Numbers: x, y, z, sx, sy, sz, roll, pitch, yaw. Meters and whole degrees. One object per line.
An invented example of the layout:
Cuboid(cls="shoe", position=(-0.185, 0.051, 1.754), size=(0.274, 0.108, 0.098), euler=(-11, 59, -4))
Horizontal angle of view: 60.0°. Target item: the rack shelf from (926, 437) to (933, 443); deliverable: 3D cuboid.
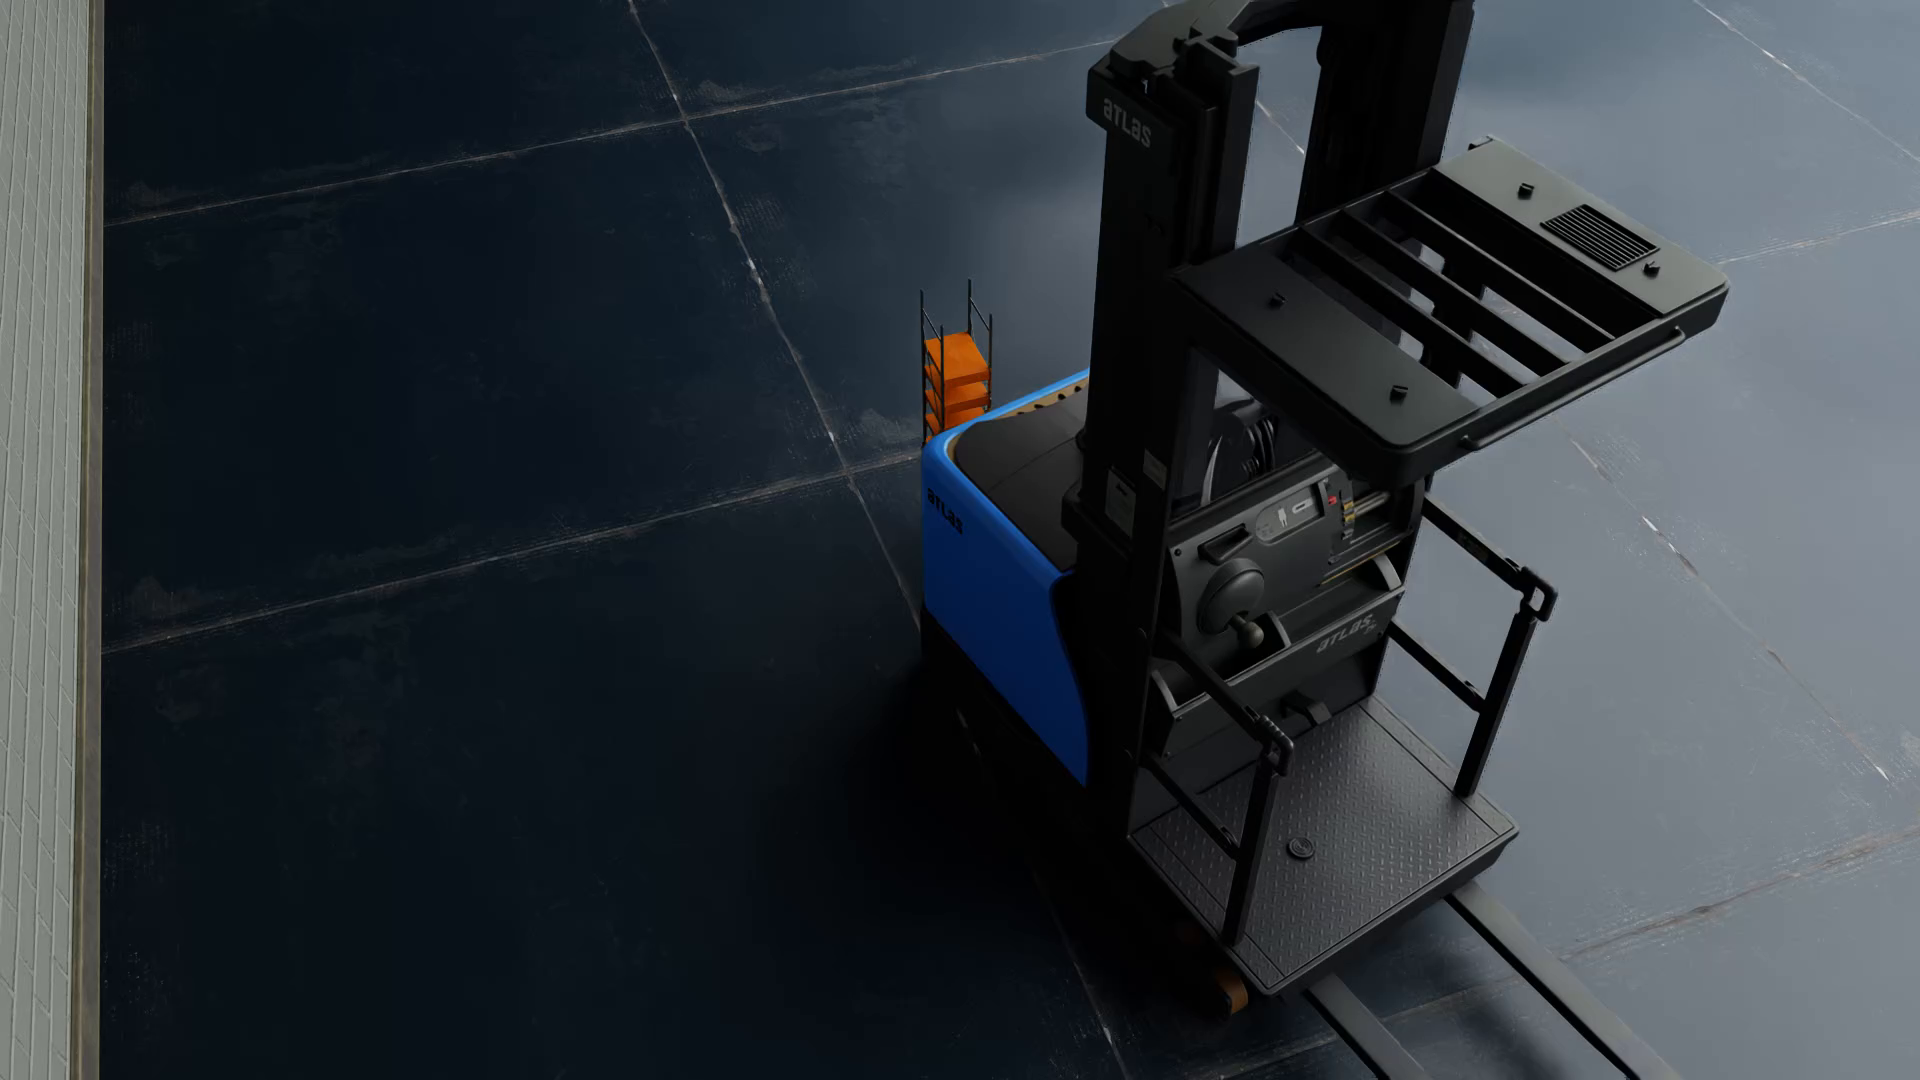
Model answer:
Cuboid(cls="rack shelf", position=(-0.014, -0.304, 6.438), size=(0.180, 0.103, 0.258), euler=(-14, 47, -14))

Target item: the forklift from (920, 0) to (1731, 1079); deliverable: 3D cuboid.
Cuboid(cls="forklift", position=(1.089, 0.073, 4.608), size=(1.130, 2.935, 3.031), euler=(-25, 50, -23))

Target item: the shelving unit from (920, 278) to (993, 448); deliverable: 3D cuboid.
Cuboid(cls="shelving unit", position=(-0.014, -0.420, 6.322), size=(0.189, 1.200, 0.258), euler=(-14, 47, -14))

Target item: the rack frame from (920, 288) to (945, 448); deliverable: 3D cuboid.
Cuboid(cls="rack frame", position=(-0.100, -0.398, 6.300), size=(0.006, 1.200, 0.240), euler=(-14, 47, -14))

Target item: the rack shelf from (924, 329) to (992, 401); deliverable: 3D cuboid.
Cuboid(cls="rack shelf", position=(-0.014, -0.643, 6.098), size=(0.180, 0.103, 0.258), euler=(-14, 47, -14))

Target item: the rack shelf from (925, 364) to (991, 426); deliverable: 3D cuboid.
Cuboid(cls="rack shelf", position=(-0.014, -0.558, 6.183), size=(0.180, 0.103, 0.258), euler=(-14, 47, -14))

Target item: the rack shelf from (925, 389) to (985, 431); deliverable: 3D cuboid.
Cuboid(cls="rack shelf", position=(-0.014, -0.473, 6.268), size=(0.180, 0.103, 0.258), euler=(-14, 47, -14))

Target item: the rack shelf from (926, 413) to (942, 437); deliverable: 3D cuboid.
Cuboid(cls="rack shelf", position=(-0.014, -0.389, 6.353), size=(0.180, 0.103, 0.258), euler=(-14, 47, -14))

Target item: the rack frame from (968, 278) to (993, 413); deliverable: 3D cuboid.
Cuboid(cls="rack frame", position=(0.072, -0.442, 6.343), size=(0.006, 1.200, 0.240), euler=(-14, 47, -14))
